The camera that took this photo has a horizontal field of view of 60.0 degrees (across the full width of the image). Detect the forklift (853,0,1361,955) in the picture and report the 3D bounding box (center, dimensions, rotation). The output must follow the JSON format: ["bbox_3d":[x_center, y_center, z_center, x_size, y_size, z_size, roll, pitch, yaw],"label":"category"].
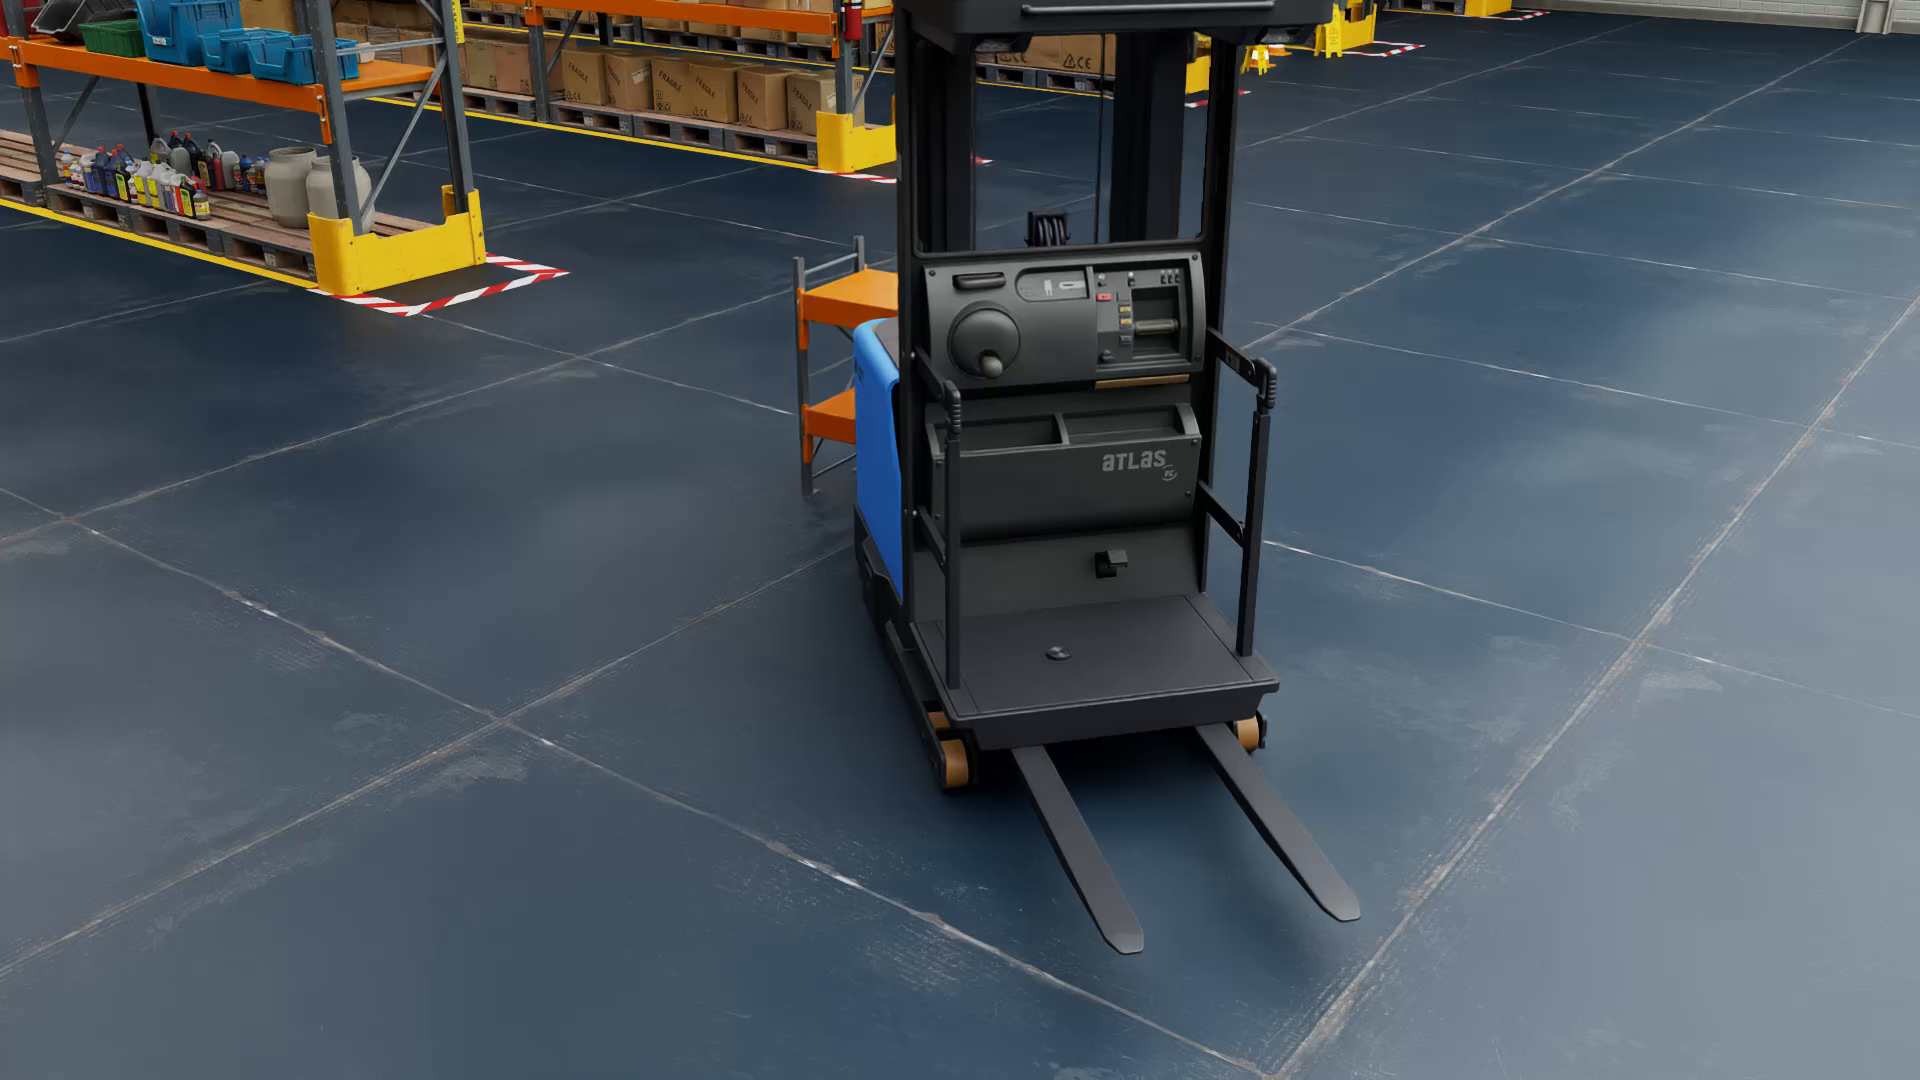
[{"bbox_3d":[0.397,-0.697,5.196,1.130,2.935,3.031,-5,24,-12],"label":"forklift"}]

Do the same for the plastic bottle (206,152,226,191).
[{"bbox_3d":[-5.738,-2.844,12.809,0.133,0.283,0.061,17,29,33],"label":"plastic bottle"}]

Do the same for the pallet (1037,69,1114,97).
[{"bbox_3d":[1.638,-5.247,18.897,1.213,0.211,1.003,17,29,33],"label":"pallet"}]

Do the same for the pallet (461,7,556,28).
[{"bbox_3d":[-6.654,-7.793,24.675,1.213,0.211,1.003,17,29,33],"label":"pallet"}]

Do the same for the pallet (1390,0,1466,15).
[{"bbox_3d":[7.549,-8.474,26.221,1.213,0.211,1.003,17,29,33],"label":"pallet"}]

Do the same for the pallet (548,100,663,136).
[{"bbox_3d":[-3.373,-4.319,16.791,1.213,0.211,1.003,17,29,33],"label":"pallet"}]

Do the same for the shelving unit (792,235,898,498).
[{"bbox_3d":[-0.155,-0.688,7.416,1.048,1.125,0.538,14,27,29],"label":"shelving unit"}]

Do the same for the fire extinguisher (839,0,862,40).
[{"bbox_3d":[-0.916,-4.567,13.992,0.183,0.674,0.296,17,29,33],"label":"fire extinguisher"}]

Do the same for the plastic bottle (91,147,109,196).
[{"bbox_3d":[-6.505,-2.808,12.643,0.185,0.351,0.144,18,29,35],"label":"plastic bottle"}]

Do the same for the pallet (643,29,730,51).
[{"bbox_3d":[-3.491,-6.798,22.418,1.213,0.211,1.003,17,29,33],"label":"pallet"}]

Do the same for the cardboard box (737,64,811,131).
[{"bbox_3d":[-1.720,-4.117,15.454,0.500,0.500,0.500,-17,29,-34],"label":"cardboard box"}]

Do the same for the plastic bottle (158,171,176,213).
[{"bbox_3d":[-5.730,-2.542,12.132,0.135,0.276,0.152,16,28,32],"label":"plastic bottle"}]

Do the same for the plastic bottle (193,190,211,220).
[{"bbox_3d":[-5.434,-2.405,11.912,0.097,0.201,0.097,0,24,0],"label":"plastic bottle"}]

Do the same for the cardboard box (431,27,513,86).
[{"bbox_3d":[-5.228,-5.216,17.922,0.500,0.500,0.700,14,27,29],"label":"cardboard box"}]

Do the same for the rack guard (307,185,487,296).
[{"bbox_3d":[-3.791,-2.040,11.261,0.348,0.500,1.175,17,29,33],"label":"rack guard"}]

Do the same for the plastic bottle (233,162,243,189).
[{"bbox_3d":[-5.564,-2.822,12.859,0.097,0.201,0.097,0,24,0],"label":"plastic bottle"}]

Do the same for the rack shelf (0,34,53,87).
[{"bbox_3d":[-8.503,-4.303,14.188,4.000,0.370,1.077,17,29,33],"label":"rack shelf"}]

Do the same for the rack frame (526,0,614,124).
[{"bbox_3d":[-3.932,-5.746,16.572,0.127,3.000,1.000,17,29,33],"label":"rack frame"}]

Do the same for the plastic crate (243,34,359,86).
[{"bbox_3d":[-4.282,-3.138,10.835,0.616,0.251,0.499,17,29,33],"label":"plastic crate"}]

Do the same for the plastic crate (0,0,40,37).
[{"bbox_3d":[-7.473,-4.196,12.974,0.583,0.464,0.402,17,29,33],"label":"plastic crate"}]

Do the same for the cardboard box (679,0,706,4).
[{"bbox_3d":[-2.346,-4.995,15.179,0.250,0.149,0.380,17,29,33],"label":"cardboard box"}]

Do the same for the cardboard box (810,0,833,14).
[{"bbox_3d":[-1.083,-4.666,14.432,0.250,0.149,0.380,17,29,33],"label":"cardboard box"}]

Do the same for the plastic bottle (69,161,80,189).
[{"bbox_3d":[-6.829,-2.826,12.869,0.097,0.201,0.097,0,24,0],"label":"plastic bottle"}]

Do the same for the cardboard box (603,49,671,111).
[{"bbox_3d":[-3.173,-4.549,16.434,0.500,0.500,0.500,-16,28,-31],"label":"cardboard box"}]

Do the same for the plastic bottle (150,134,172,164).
[{"bbox_3d":[-6.301,-3.028,13.142,0.185,0.351,0.144,17,29,33],"label":"plastic bottle"}]

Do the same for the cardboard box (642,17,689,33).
[{"bbox_3d":[-3.644,-7.276,22.313,0.750,0.750,1.050,16,29,33],"label":"cardboard box"}]

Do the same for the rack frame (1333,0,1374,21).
[{"bbox_3d":[5.212,-7.976,21.633,0.127,3.000,1.000,17,29,33],"label":"rack frame"}]

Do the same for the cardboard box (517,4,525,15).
[{"bbox_3d":[-5.994,-7.791,23.792,0.500,0.500,0.500,17,29,34],"label":"cardboard box"}]

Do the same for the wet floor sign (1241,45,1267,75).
[{"bbox_3d":[3.535,-5.909,19.862,0.232,0.644,0.267,12,26,24],"label":"wet floor sign"}]

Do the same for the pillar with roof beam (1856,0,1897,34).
[{"bbox_3d":[10.389,-9.943,18.657,0.400,9.000,9.100,17,29,33],"label":"pillar with roof beam"}]

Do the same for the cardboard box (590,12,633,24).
[{"bbox_3d":[-4.760,-7.413,22.933,0.500,0.500,0.500,17,29,33],"label":"cardboard box"}]

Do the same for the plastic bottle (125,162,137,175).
[{"bbox_3d":[-6.214,-2.703,12.503,0.097,0.271,0.097,0,24,0],"label":"plastic bottle"}]

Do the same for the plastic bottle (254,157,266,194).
[{"bbox_3d":[-5.320,-2.780,12.677,0.097,0.271,0.097,0,24,0],"label":"plastic bottle"}]

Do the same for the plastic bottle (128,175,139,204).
[{"bbox_3d":[-6.142,-2.618,12.398,0.097,0.201,0.097,0,24,0],"label":"plastic bottle"}]

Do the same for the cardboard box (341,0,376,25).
[{"bbox_3d":[-6.578,-5.962,18.686,0.500,0.250,0.500,18,30,35],"label":"cardboard box"}]

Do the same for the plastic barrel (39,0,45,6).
[{"bbox_3d":[-7.536,-4.513,13.603,0.433,0.535,0.433,0,24,0],"label":"plastic barrel"}]

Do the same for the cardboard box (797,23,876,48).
[{"bbox_3d":[-1.427,-6.606,20.792,0.750,0.750,1.050,17,29,33],"label":"cardboard box"}]

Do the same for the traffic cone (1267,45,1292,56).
[{"bbox_3d":[4.095,-6.503,21.436,0.334,0.463,0.336,17,29,33],"label":"traffic cone"}]

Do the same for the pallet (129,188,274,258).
[{"bbox_3d":[-5.409,-2.402,12.439,1.213,0.211,1.003,17,29,33],"label":"pallet"}]

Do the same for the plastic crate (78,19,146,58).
[{"bbox_3d":[-5.985,-3.632,12.036,0.662,0.188,0.450,17,29,33],"label":"plastic crate"}]

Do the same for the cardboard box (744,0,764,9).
[{"bbox_3d":[-1.704,-4.836,14.818,0.250,0.149,0.380,17,29,33],"label":"cardboard box"}]

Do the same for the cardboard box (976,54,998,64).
[{"bbox_3d":[0.309,-6.151,19.604,0.875,0.875,0.875,17,29,34],"label":"cardboard box"}]

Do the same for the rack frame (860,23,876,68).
[{"bbox_3d":[-0.876,-7.322,20.148,0.127,3.000,1.000,17,29,33],"label":"rack frame"}]

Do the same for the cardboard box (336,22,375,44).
[{"bbox_3d":[-6.584,-5.616,18.829,0.500,0.500,0.700,15,28,31],"label":"cardboard box"}]

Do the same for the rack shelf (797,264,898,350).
[{"bbox_3d":[-0.155,-0.956,7.298,1.000,0.278,0.538,14,27,29],"label":"rack shelf"}]

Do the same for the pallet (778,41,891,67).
[{"bbox_3d":[-1.539,-6.208,21.079,1.213,0.211,1.003,17,29,33],"label":"pallet"}]

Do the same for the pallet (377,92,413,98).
[{"bbox_3d":[-6.508,-5.248,18.899,1.213,0.211,1.003,17,29,33],"label":"pallet"}]

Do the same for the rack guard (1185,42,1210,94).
[{"bbox_3d":[2.344,-5.205,18.444,0.348,0.500,1.175,17,29,33],"label":"rack guard"}]
